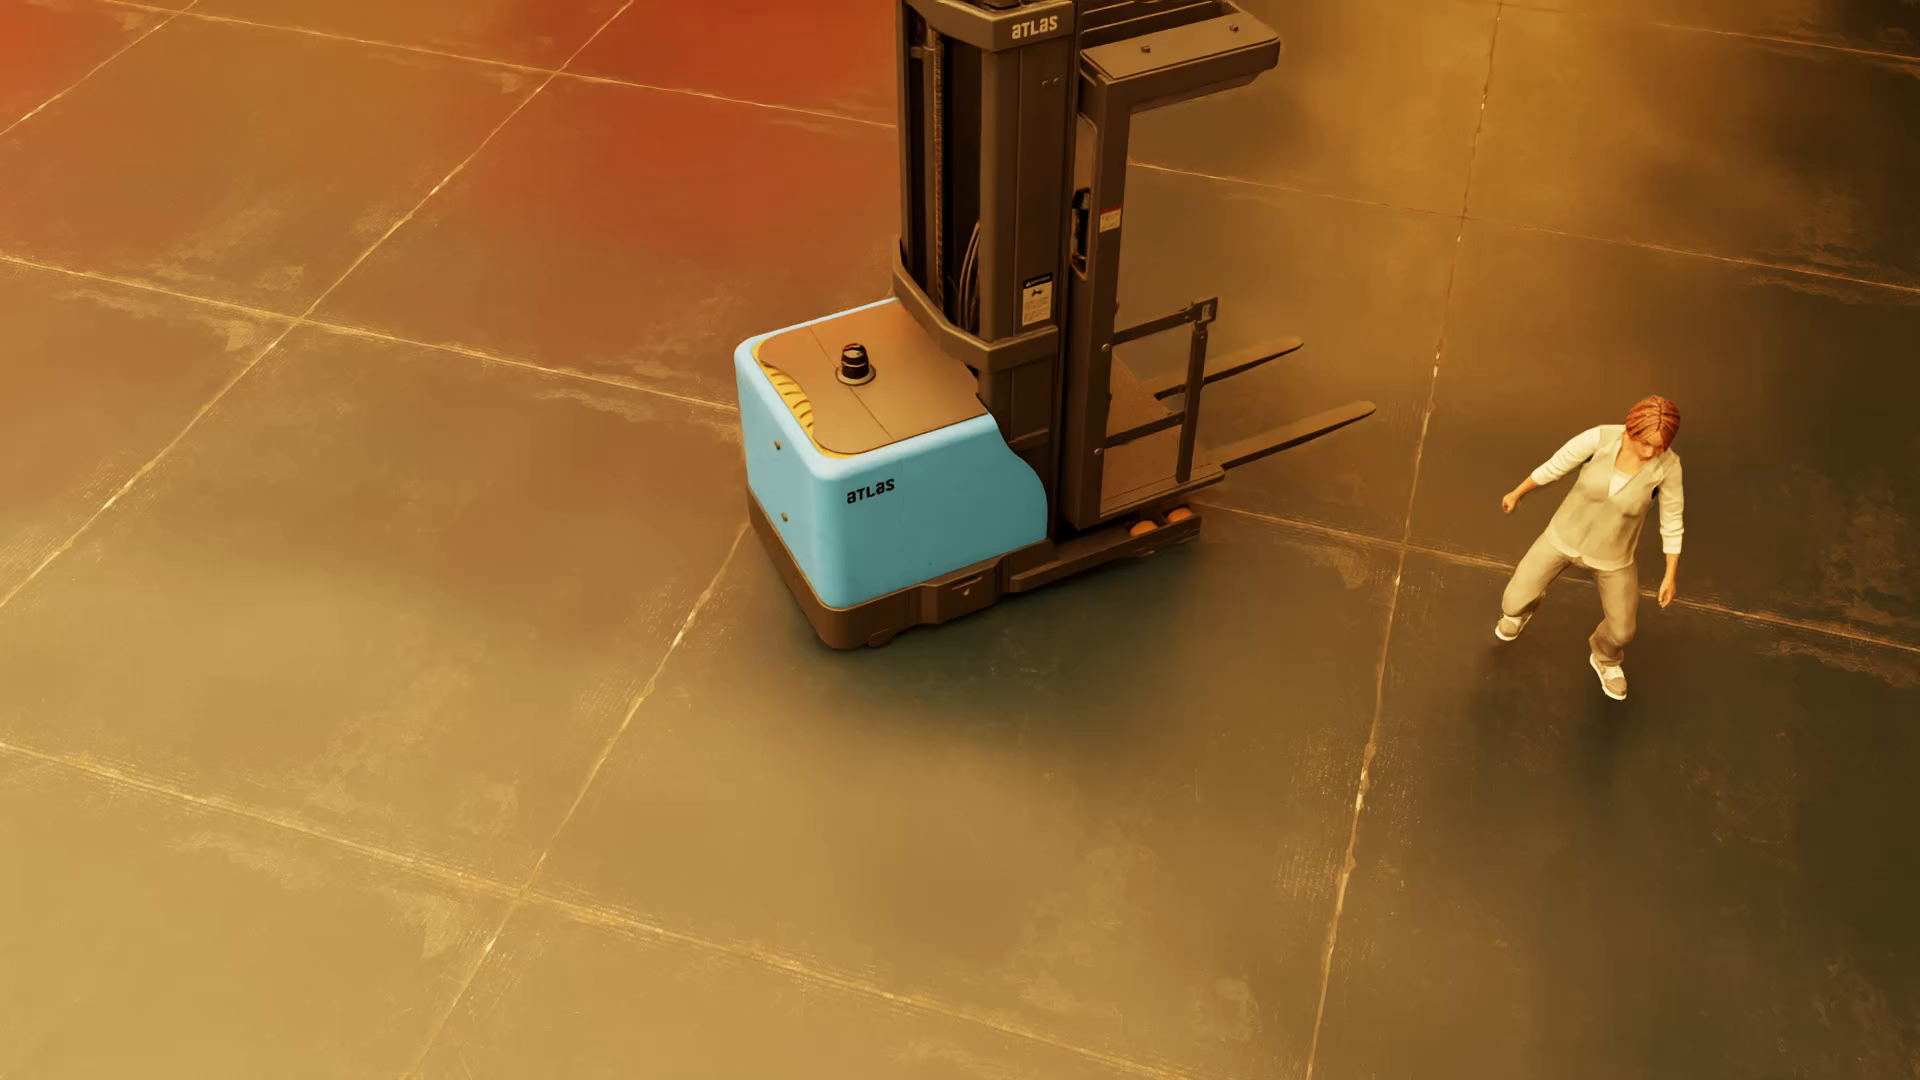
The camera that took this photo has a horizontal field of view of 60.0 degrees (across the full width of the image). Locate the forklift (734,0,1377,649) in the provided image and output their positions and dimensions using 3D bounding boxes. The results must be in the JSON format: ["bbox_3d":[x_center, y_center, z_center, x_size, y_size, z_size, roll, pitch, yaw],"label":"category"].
[{"bbox_3d":[0.559,-1.302,7.088,3.031,2.935,1.130,-19,46,-19],"label":"forklift"}]

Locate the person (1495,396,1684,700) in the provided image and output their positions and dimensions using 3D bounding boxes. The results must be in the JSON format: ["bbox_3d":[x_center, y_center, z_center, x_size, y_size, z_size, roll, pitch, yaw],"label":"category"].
[{"bbox_3d":[2.550,-0.002,6.741,0.754,1.512,0.450,24,48,24],"label":"person"}]
